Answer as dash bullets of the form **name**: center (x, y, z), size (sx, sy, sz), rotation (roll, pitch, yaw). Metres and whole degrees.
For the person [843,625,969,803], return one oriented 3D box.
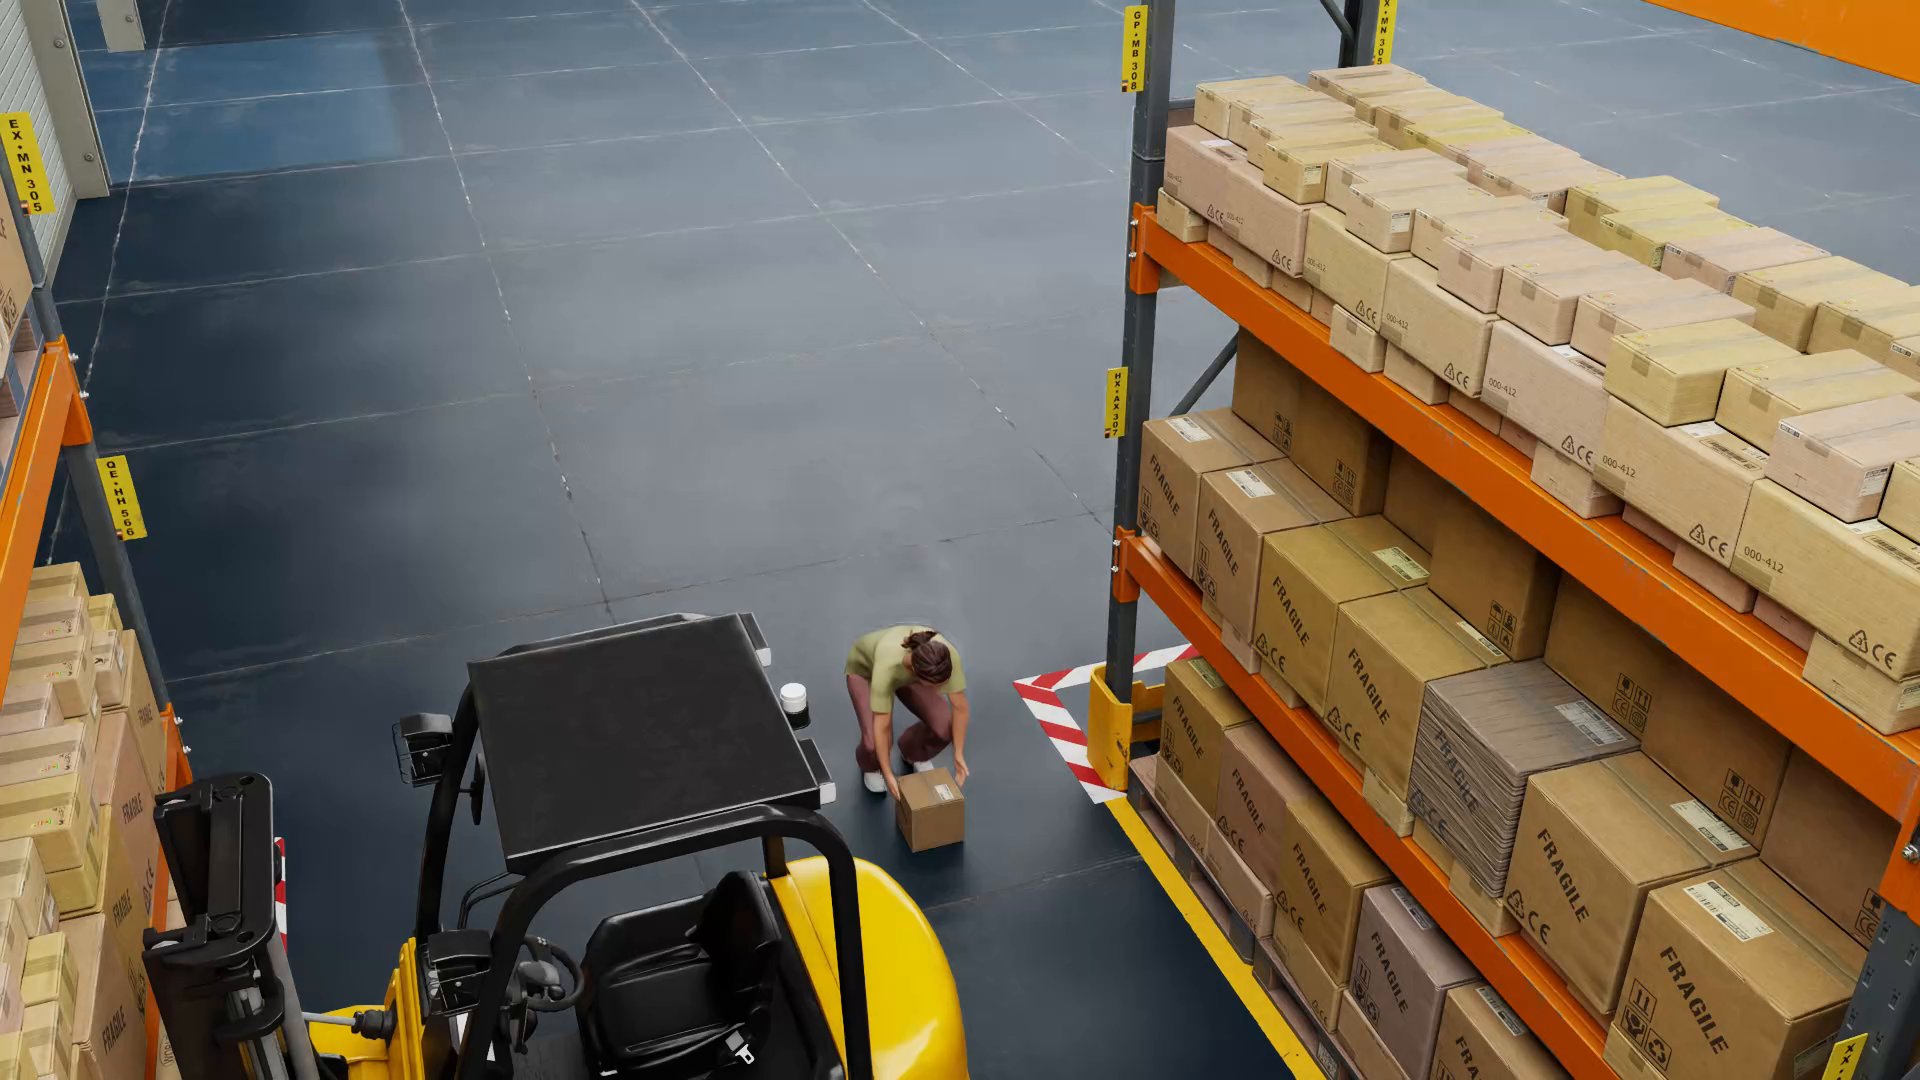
- **person**: center (-0.247, 0.747, 7.750), size (0.495, 0.973, 0.787), rotation (-11, 32, -18)
